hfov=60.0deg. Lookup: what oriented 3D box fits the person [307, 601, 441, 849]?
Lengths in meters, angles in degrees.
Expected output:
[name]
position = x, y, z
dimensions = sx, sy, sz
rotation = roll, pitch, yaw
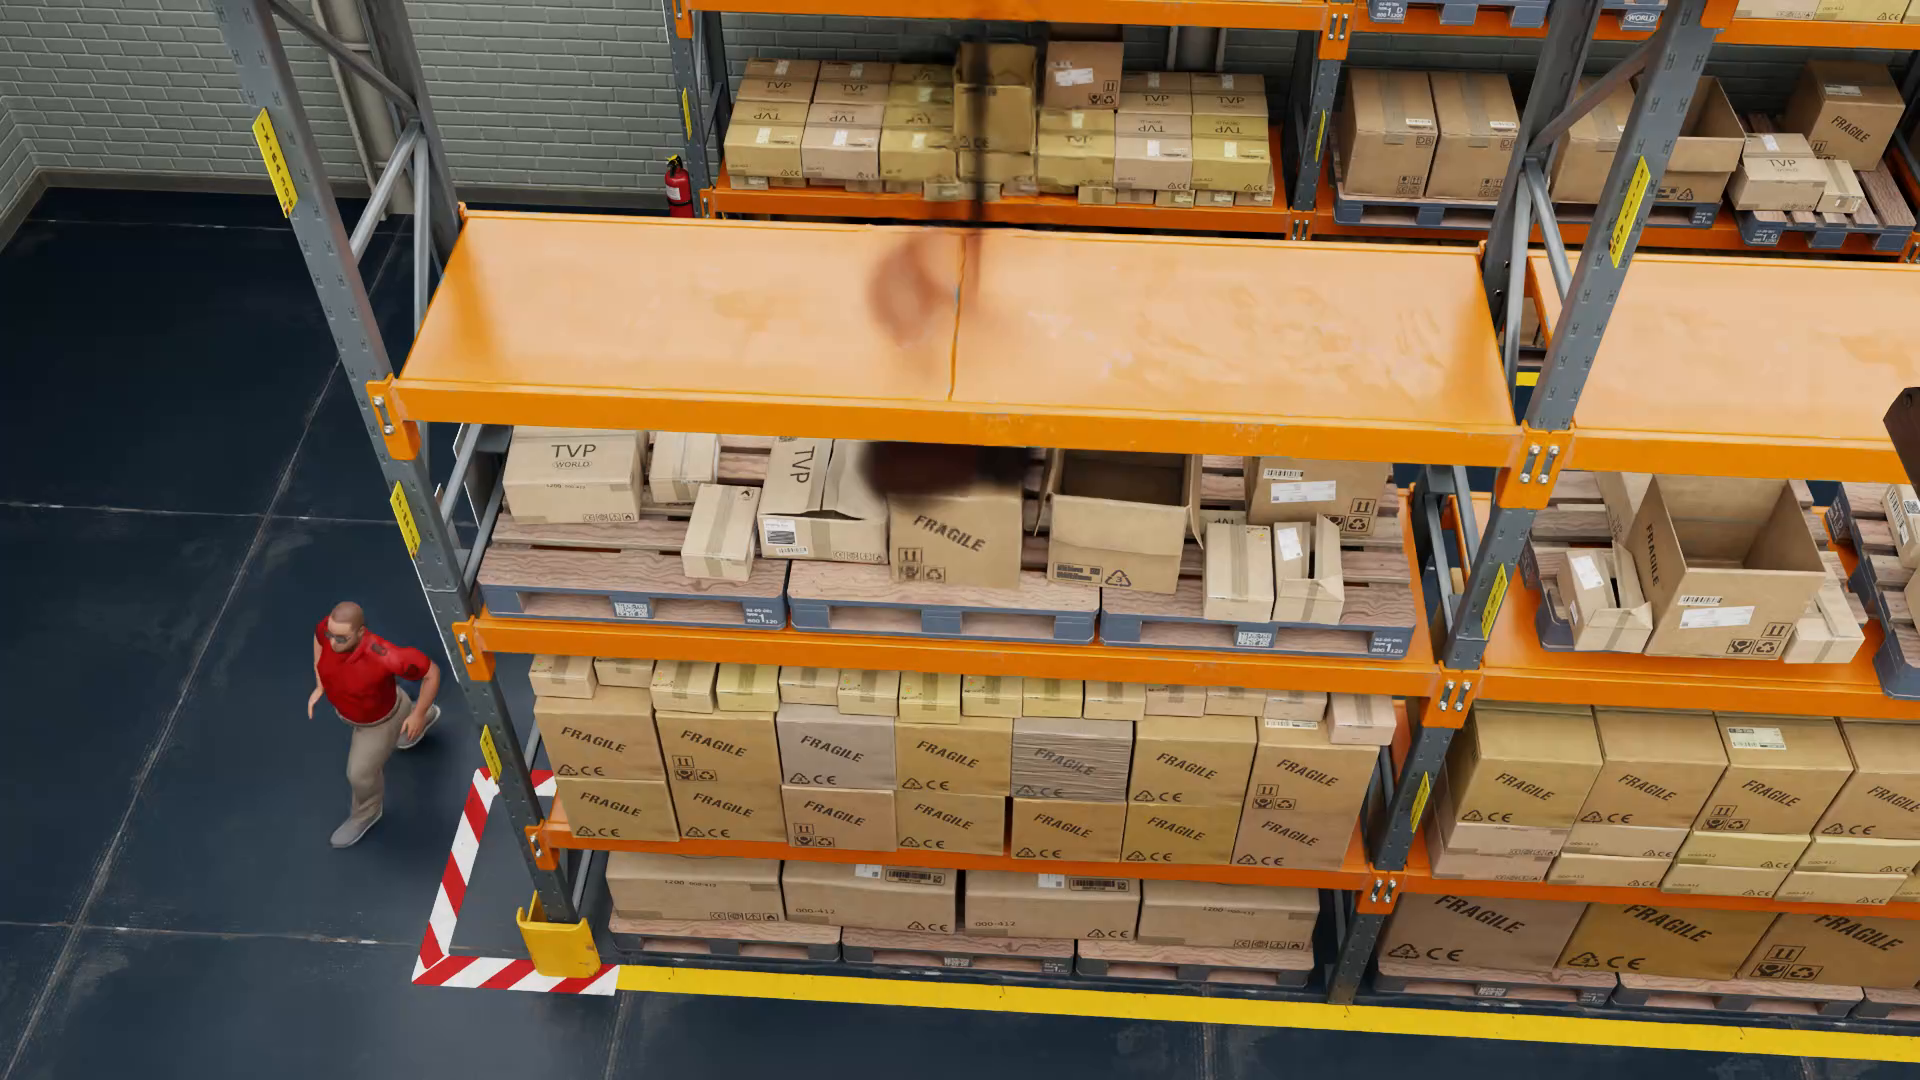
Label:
[person]
position = -3.099, 0.907, 8.772
dimensions = 0.738, 1.732, 0.927
rotation = 30, 54, 24
